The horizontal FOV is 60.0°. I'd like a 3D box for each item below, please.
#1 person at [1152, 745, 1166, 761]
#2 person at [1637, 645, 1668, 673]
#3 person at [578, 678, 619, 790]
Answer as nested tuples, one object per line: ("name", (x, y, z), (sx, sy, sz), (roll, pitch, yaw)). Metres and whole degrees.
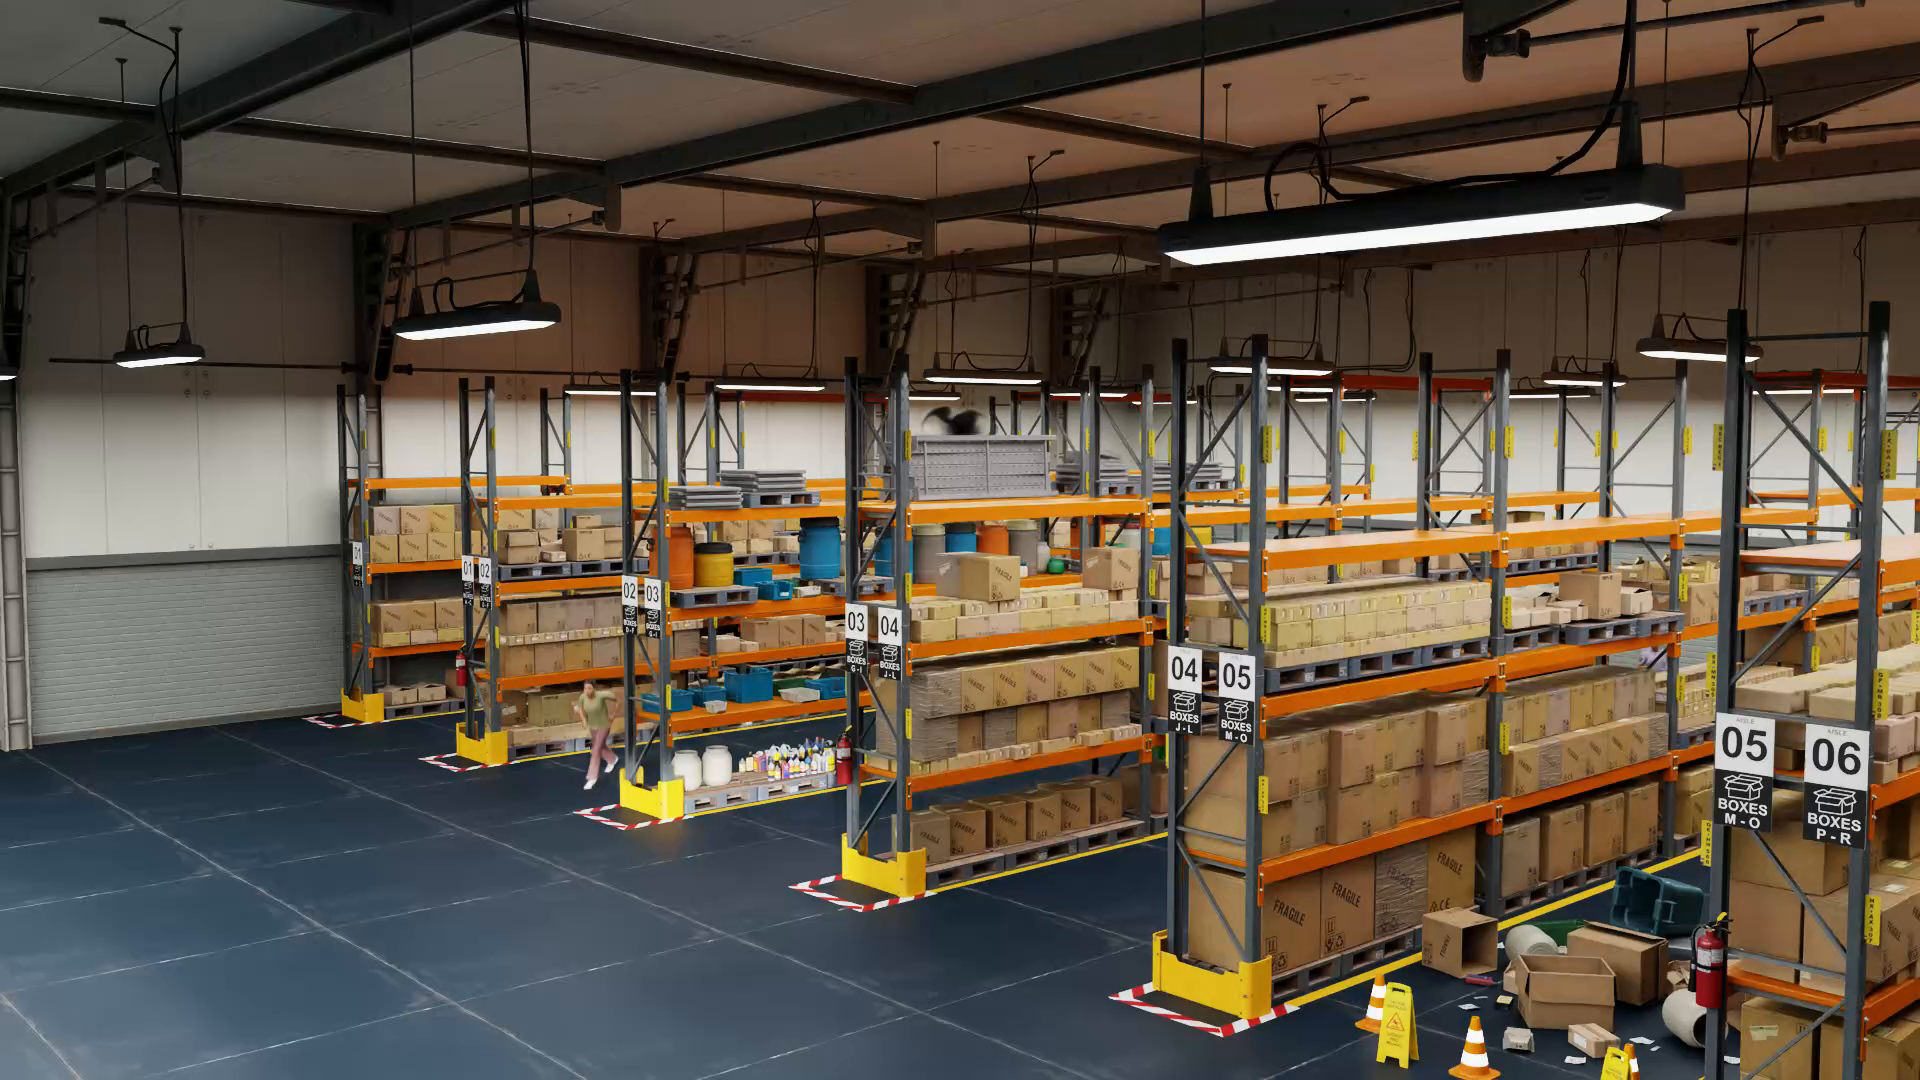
("person", (2.940, 2.780, 24.356), (1.091, 1.618, 0.663), (-3, 5, -37))
("person", (12.107, 2.571, 28.916), (0.647, 1.444, 0.821), (1, 4, 12))
("person", (-5.256, 2.785, 24.392), (0.614, 1.624, 1.004), (1, 4, 10))
